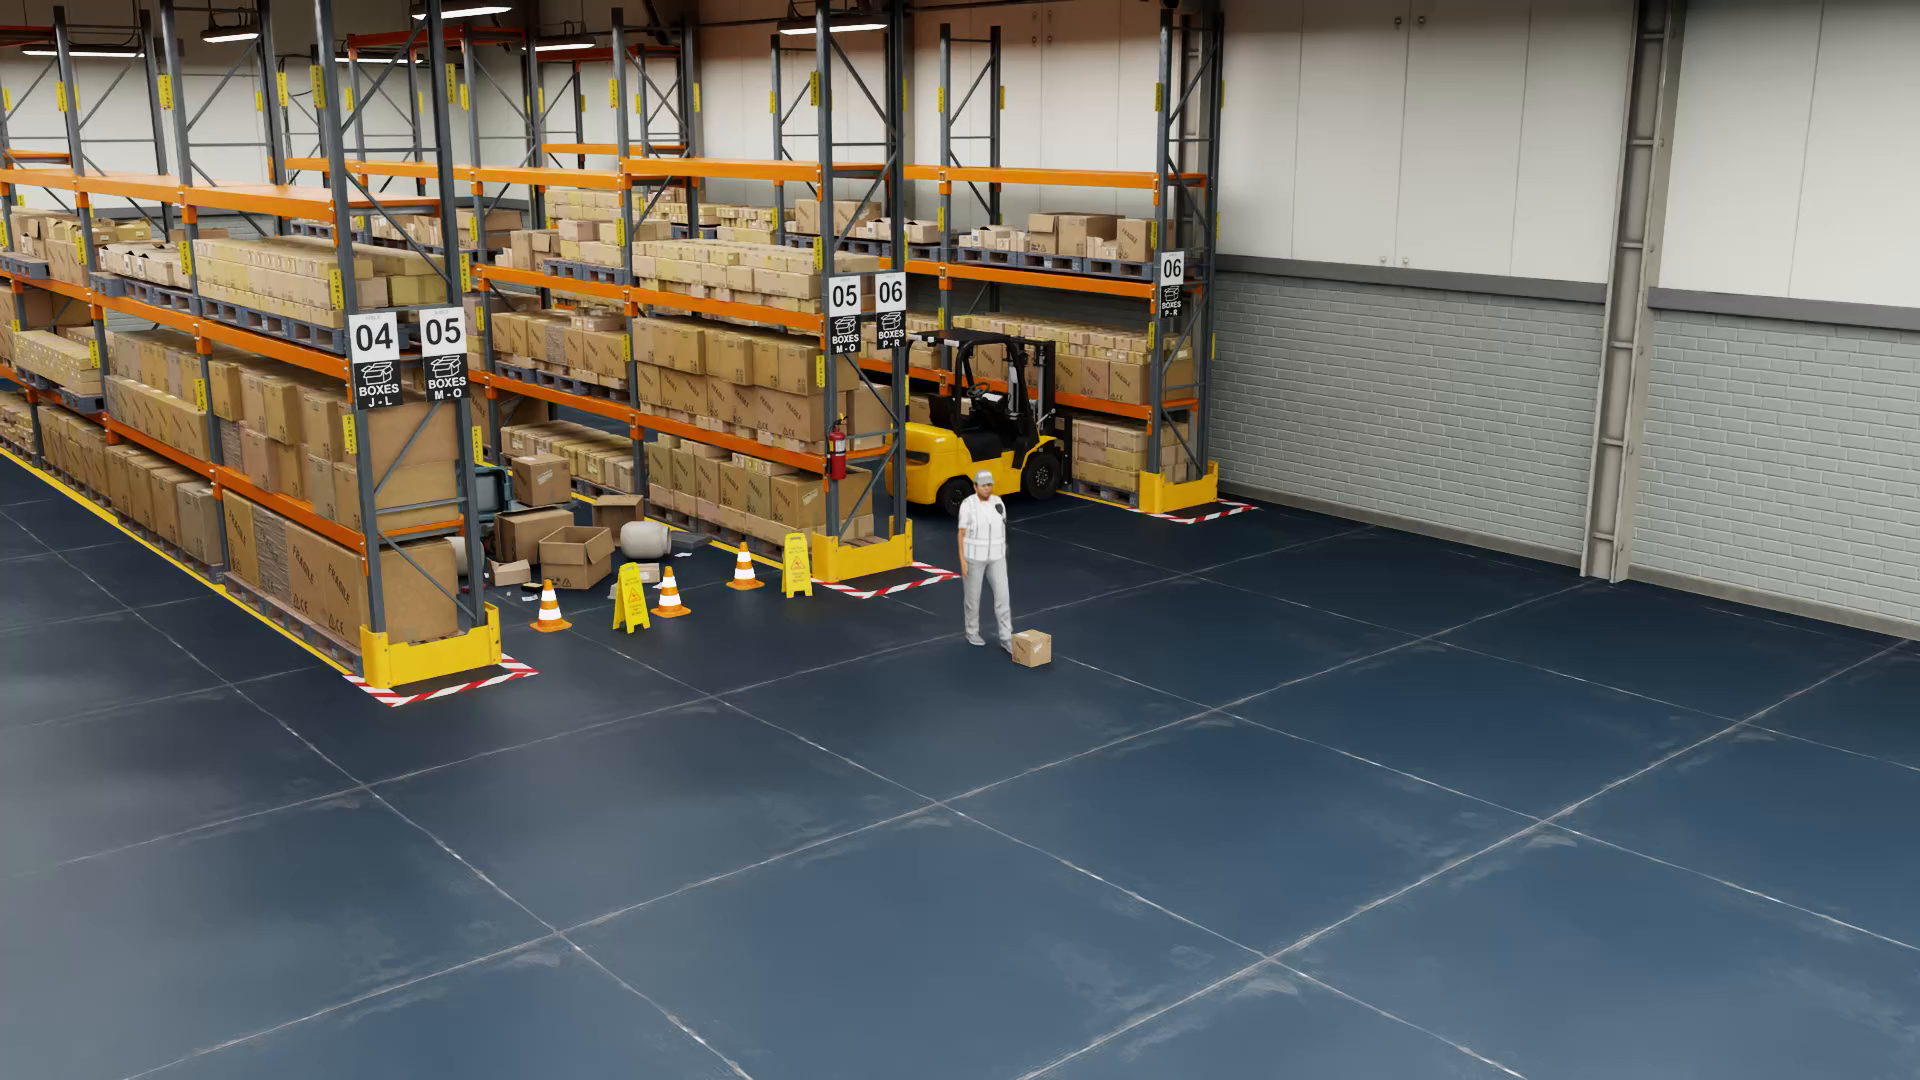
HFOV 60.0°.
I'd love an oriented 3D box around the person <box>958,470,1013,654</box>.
[{"bbox_3d":[0.253,0.200,15.190,0.486,1.652,0.709,-4,15,-16],"label":"person"}]
